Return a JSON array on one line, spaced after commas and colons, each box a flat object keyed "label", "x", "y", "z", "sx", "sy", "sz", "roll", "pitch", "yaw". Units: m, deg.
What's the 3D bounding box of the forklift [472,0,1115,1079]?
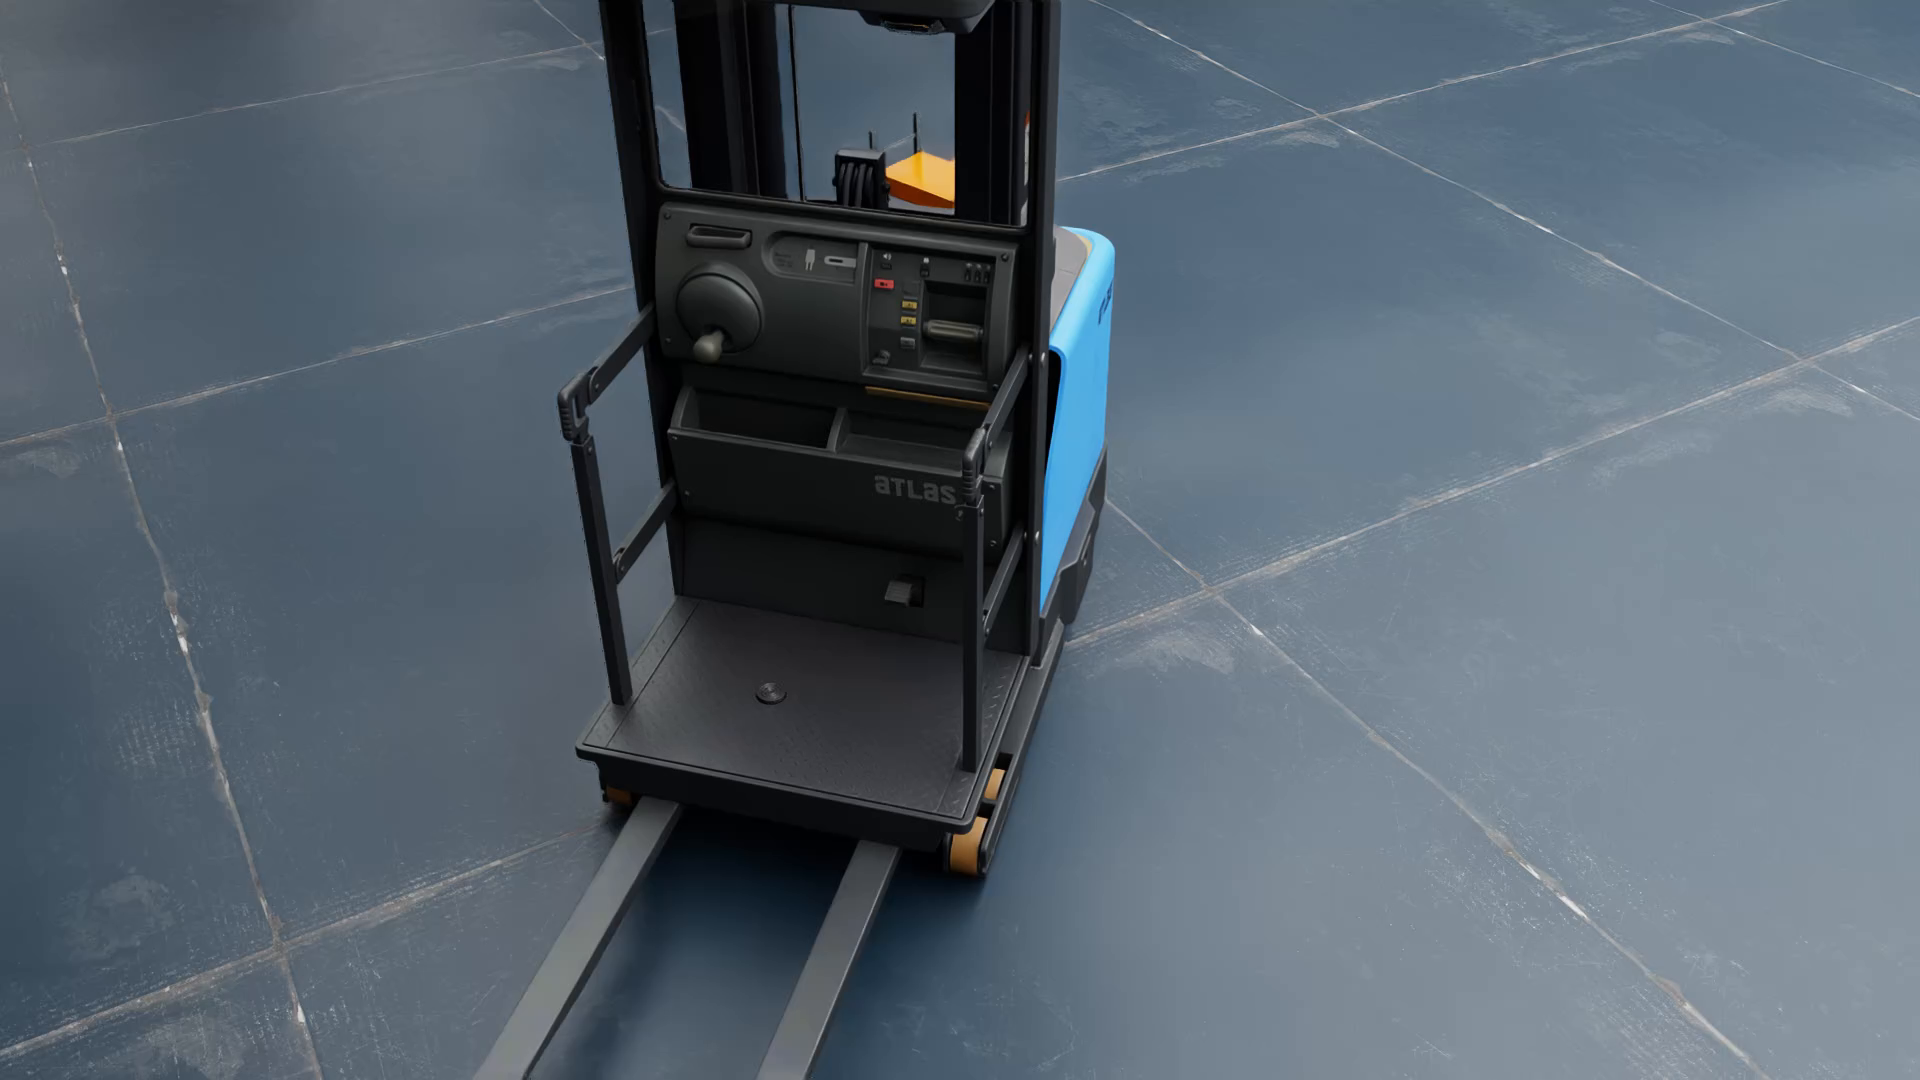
[{"label": "forklift", "x": -0.376, "y": -0.533, "z": 3.995, "sx": 1.130, "sy": 2.935, "sz": 3.031, "roll": 9, "pitch": 37, "yaw": 12}]

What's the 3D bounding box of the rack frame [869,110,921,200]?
[{"label": "rack frame", "x": -0.221, "y": -0.949, "z": 6.032, "sx": 0.015, "sy": 1.200, "sz": 0.240, "roll": 28, "pitch": 44, "yaw": 32}]

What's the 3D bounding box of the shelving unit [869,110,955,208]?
[{"label": "shelving unit", "x": -0.039, "y": -0.854, "z": 5.902, "sx": 0.503, "sy": 1.200, "sz": 0.258, "roll": 28, "pitch": 44, "yaw": 32}]

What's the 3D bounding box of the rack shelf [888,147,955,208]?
[{"label": "rack shelf", "x": -0.039, "y": -1.171, "z": 5.670, "sx": 0.480, "sy": 0.148, "sz": 0.258, "roll": 28, "pitch": 44, "yaw": 32}]
